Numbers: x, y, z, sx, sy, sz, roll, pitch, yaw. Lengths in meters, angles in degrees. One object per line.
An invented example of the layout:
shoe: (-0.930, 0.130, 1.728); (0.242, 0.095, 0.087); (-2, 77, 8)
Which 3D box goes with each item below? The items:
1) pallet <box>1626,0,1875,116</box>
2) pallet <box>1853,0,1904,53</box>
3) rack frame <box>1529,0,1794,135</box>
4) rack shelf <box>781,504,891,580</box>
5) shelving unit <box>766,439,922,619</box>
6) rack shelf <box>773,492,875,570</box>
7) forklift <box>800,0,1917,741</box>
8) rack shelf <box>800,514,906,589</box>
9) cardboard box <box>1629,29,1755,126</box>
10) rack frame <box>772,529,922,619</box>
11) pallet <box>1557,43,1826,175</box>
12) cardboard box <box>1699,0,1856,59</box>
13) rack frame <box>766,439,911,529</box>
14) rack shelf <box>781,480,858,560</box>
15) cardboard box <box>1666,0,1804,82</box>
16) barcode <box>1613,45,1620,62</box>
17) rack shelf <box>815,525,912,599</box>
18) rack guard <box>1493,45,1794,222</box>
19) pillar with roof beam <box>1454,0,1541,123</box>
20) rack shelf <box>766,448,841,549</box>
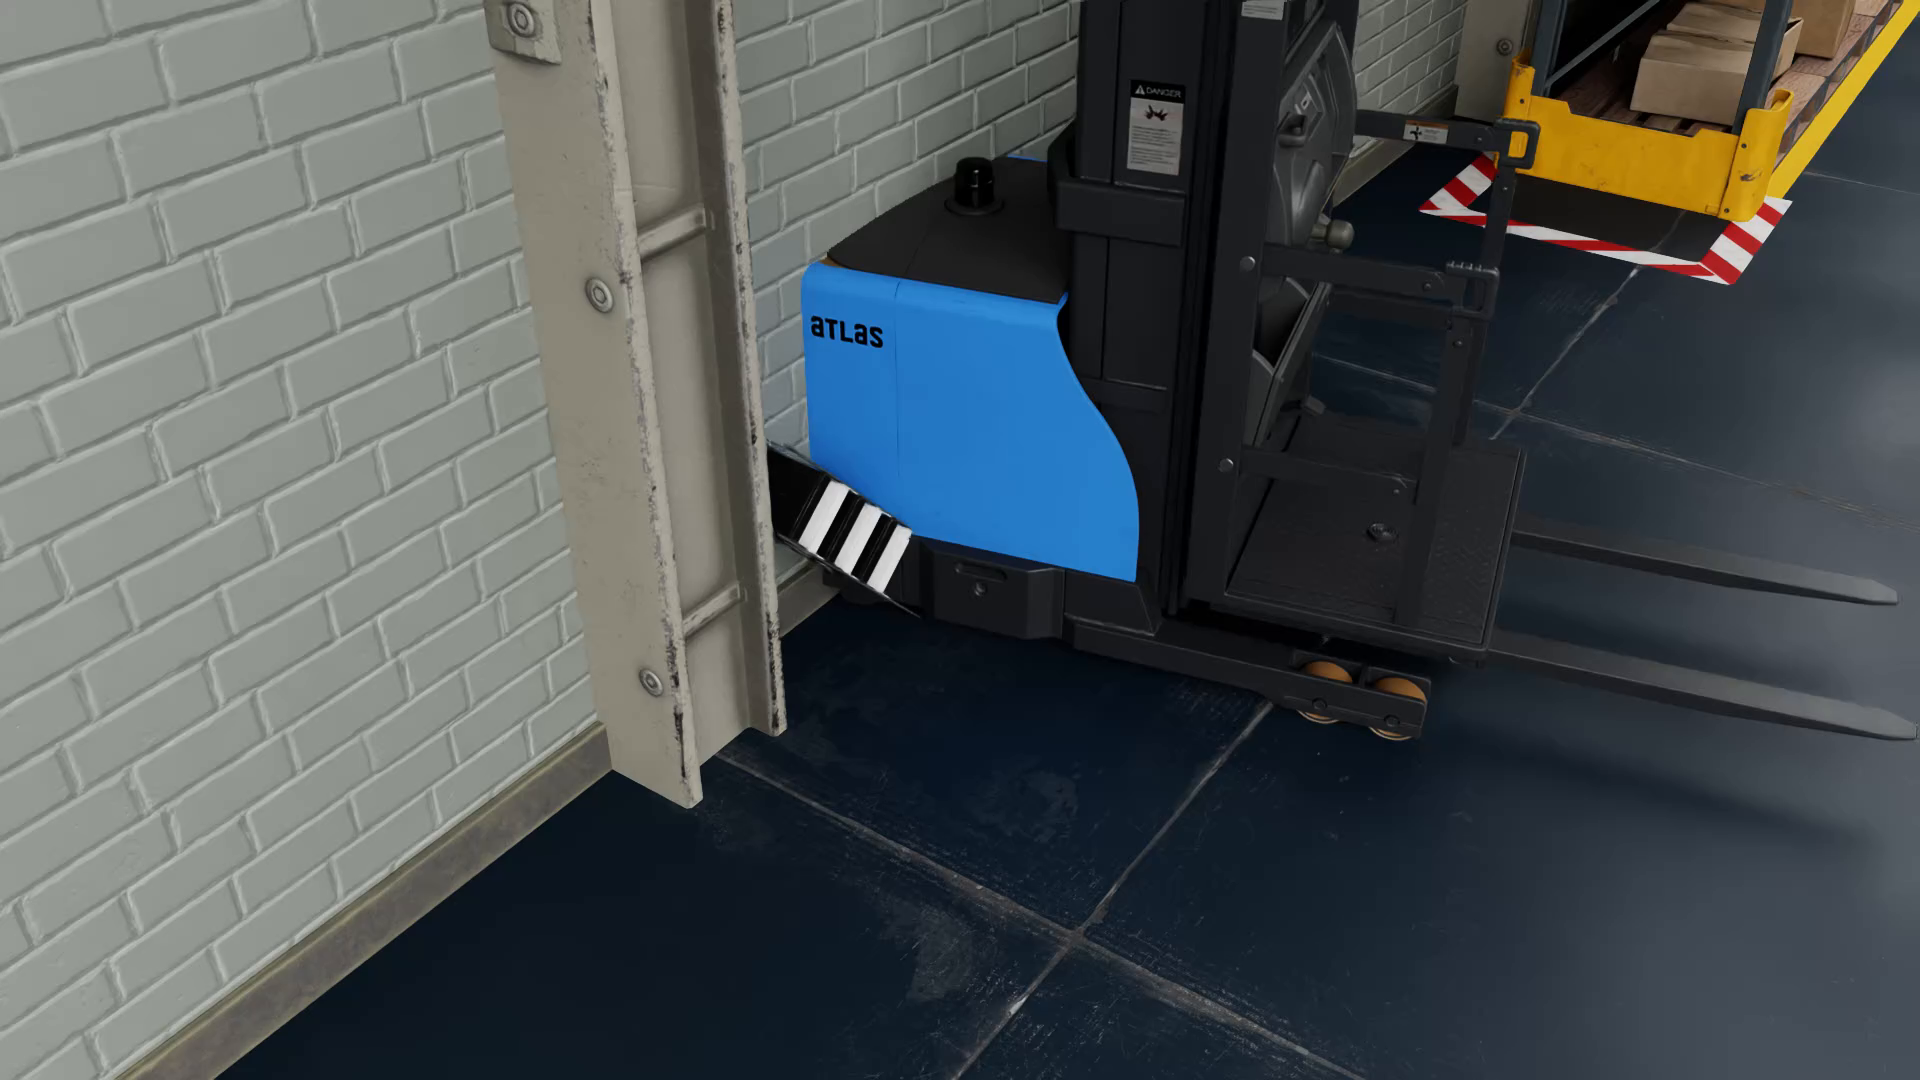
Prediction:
pallet: (4.262, -2.661, 8.996); (1.003, 0.211, 1.213); (21, 39, 28)
pallet: (4.957, -3.224, 9.830); (1.003, 0.211, 1.213); (21, 39, 28)
rack frame: (3.030, -2.859, 6.800); (1.000, 3.000, 0.127); (21, 39, 28)
rack shelf: (-0.349, -0.032, 4.631); (0.258, 0.077, 0.200); (24, 84, 33)
shelving unit: (-0.364, -0.043, 4.603); (0.258, 0.900, 0.210); (24, 84, 33)
rack shelf: (-0.390, -0.061, 4.556); (0.258, 0.077, 0.200); (24, 84, 33)
forklift: (1.081, -1.016, 4.135); (3.031, 2.935, 1.130); (12, 36, 17)
rack shelf: (-0.308, -0.003, 4.706); (0.258, 0.077, 0.200); (24, 84, 33)
cardboard box: (3.499, -2.217, 7.859); (0.500, 0.311, 0.500); (17, 37, 23)
rack frame: (-0.410, 0.047, 4.594); (0.240, 0.900, 0.006); (24, 84, 33)
pallet: (3.566, -2.102, 8.169); (1.003, 0.211, 1.213); (21, 39, 28)
cardboard box: (4.283, -2.880, 8.669); (0.700, 0.500, 0.500); (19, 38, 25)
rack frame: (-0.318, -0.133, 4.612); (0.240, 0.900, 0.006); (24, 84, 33)
rack shelf: (-0.430, -0.089, 4.481); (0.258, 0.077, 0.200); (24, 84, 33)
cardboard box: (3.824, -2.480, 8.247); (0.500, 0.311, 0.500); (25, 41, 32)
barcode: (3.180, -2.357, 8.057); (0.001, 0.075, 0.075); (21, 39, 28)
rack shelf: (-0.267, 0.025, 4.781); (0.258, 0.077, 0.200); (24, 84, 33)
rack guard: (3.074, -1.859, 7.552); (1.175, 0.500, 0.348); (21, 39, 28)
pillar with roof beam: (6.255, -4.568, 3.971); (9.100, 9.000, 0.400); (21, 39, 28)
rack shelf: (-0.471, -0.118, 4.406); (0.258, 0.077, 0.200); (24, 84, 33)
